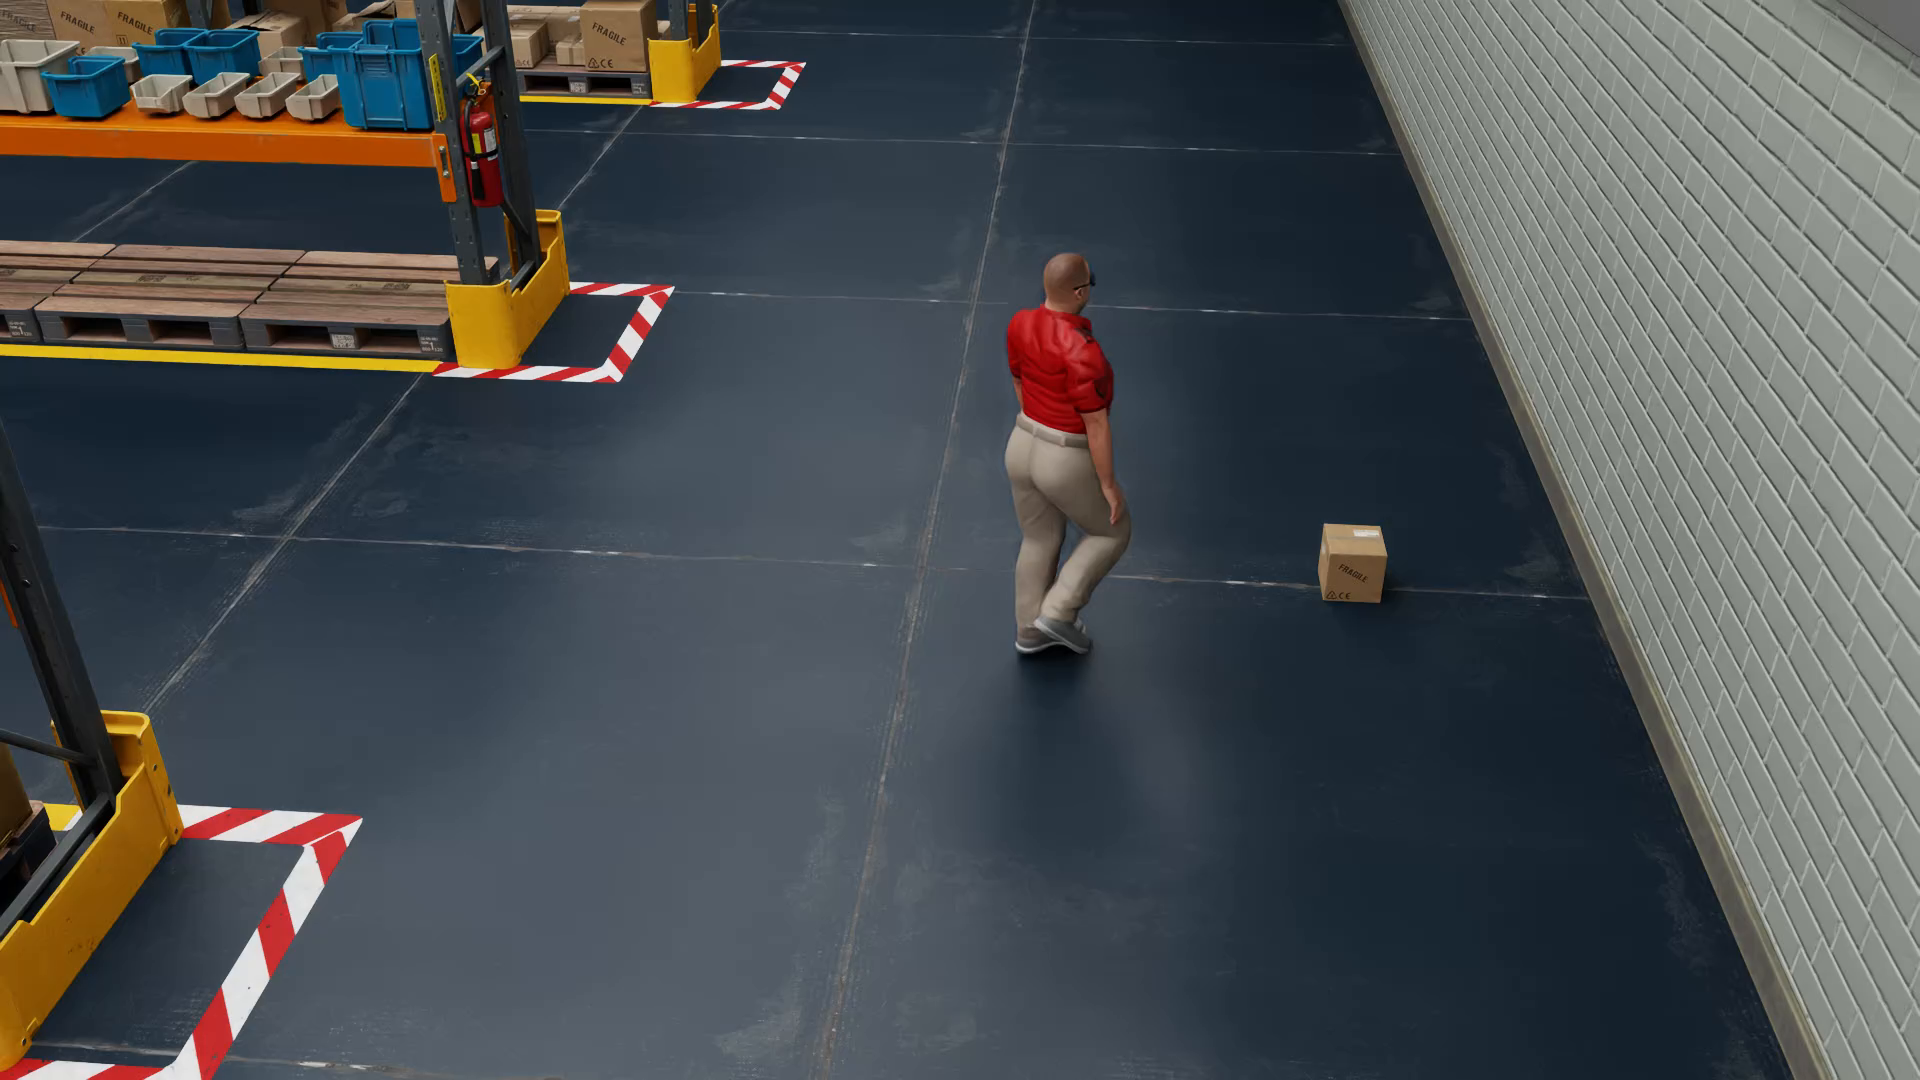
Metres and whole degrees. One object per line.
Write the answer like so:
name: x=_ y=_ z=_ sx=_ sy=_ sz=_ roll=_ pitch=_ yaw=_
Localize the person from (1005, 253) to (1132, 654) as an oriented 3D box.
person: x=0.427 y=-0.313 z=6.624 sx=0.461 sy=1.717 sz=0.646 roll=-22 pitch=38 yaw=-31
